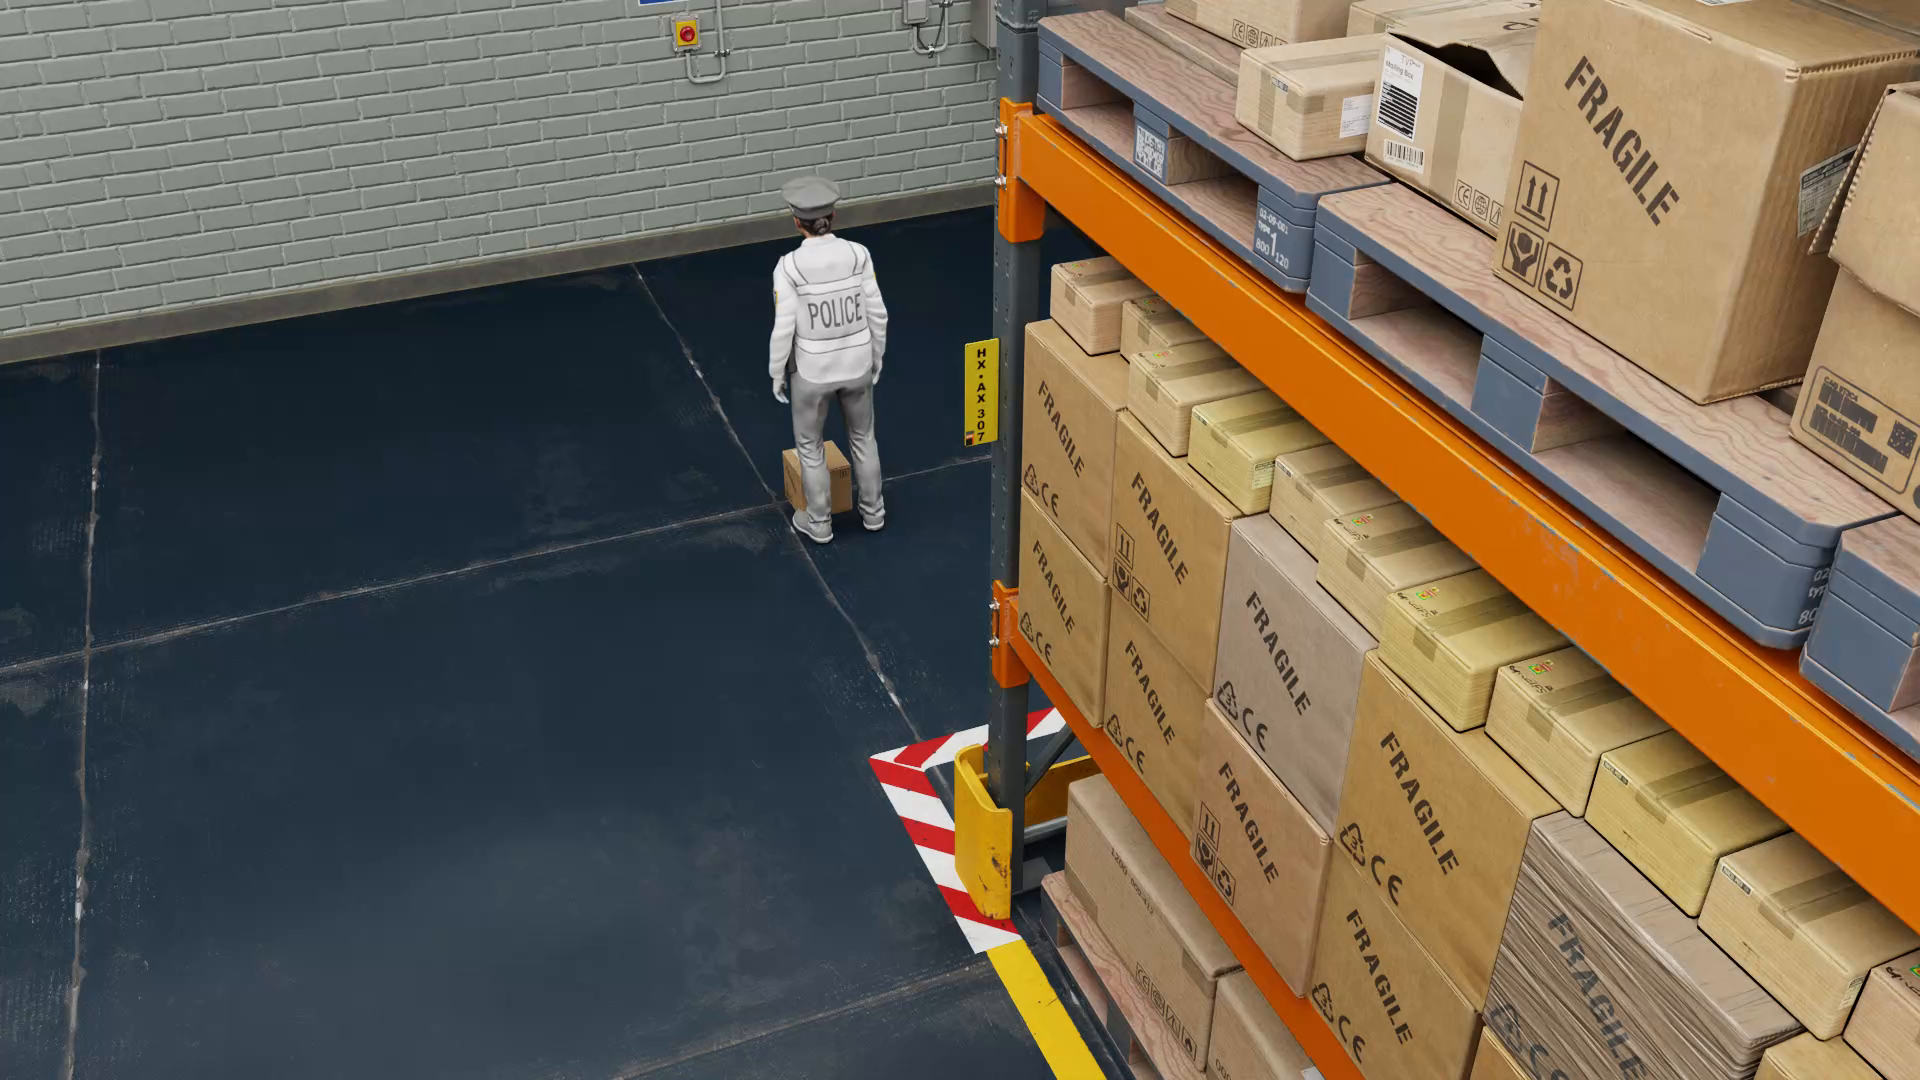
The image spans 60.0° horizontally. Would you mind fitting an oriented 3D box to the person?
[{"bbox_3d":[-0.574,-0.746,7.265,0.533,1.654,0.379,-13,36,-19],"label":"person"}]
